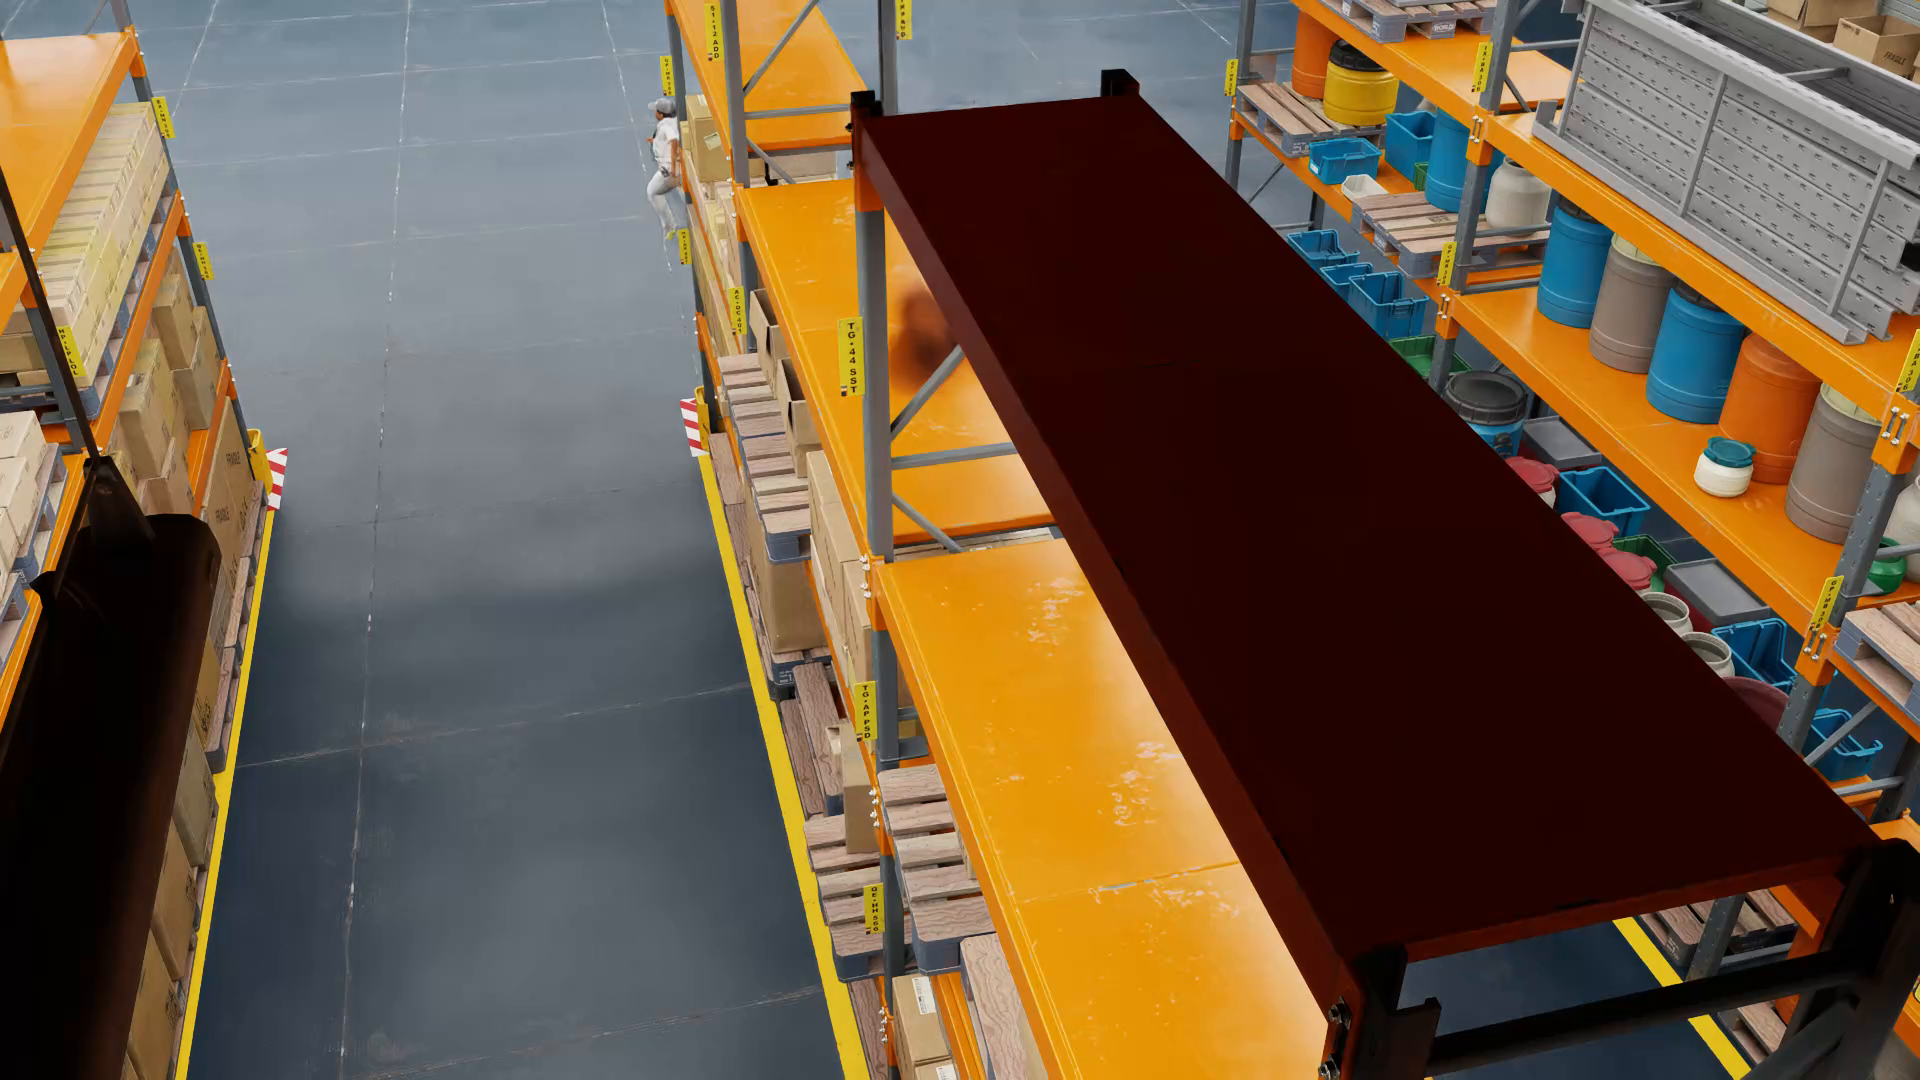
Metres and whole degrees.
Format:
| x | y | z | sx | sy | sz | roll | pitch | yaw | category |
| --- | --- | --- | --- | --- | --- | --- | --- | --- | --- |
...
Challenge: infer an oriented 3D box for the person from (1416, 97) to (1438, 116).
| x | y | z | sx | sy | sz | roll | pitch | yaw | category |
| --- | --- | --- | --- | --- | --- | --- | --- | --- | --- |
| 5.981 | -5.590 | 20.752 | 0.792 | 1.811 | 0.663 | 4 | 35 | 6 | person |

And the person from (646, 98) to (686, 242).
| x | y | z | sx | sy | sz | roll | pitch | yaw | category |
| --- | --- | --- | --- | --- | --- | --- | --- | --- | --- |
| -3.159 | -4.097 | 18.632 | 0.816 | 1.682 | 0.627 | 13 | 37 | 19 | person |
